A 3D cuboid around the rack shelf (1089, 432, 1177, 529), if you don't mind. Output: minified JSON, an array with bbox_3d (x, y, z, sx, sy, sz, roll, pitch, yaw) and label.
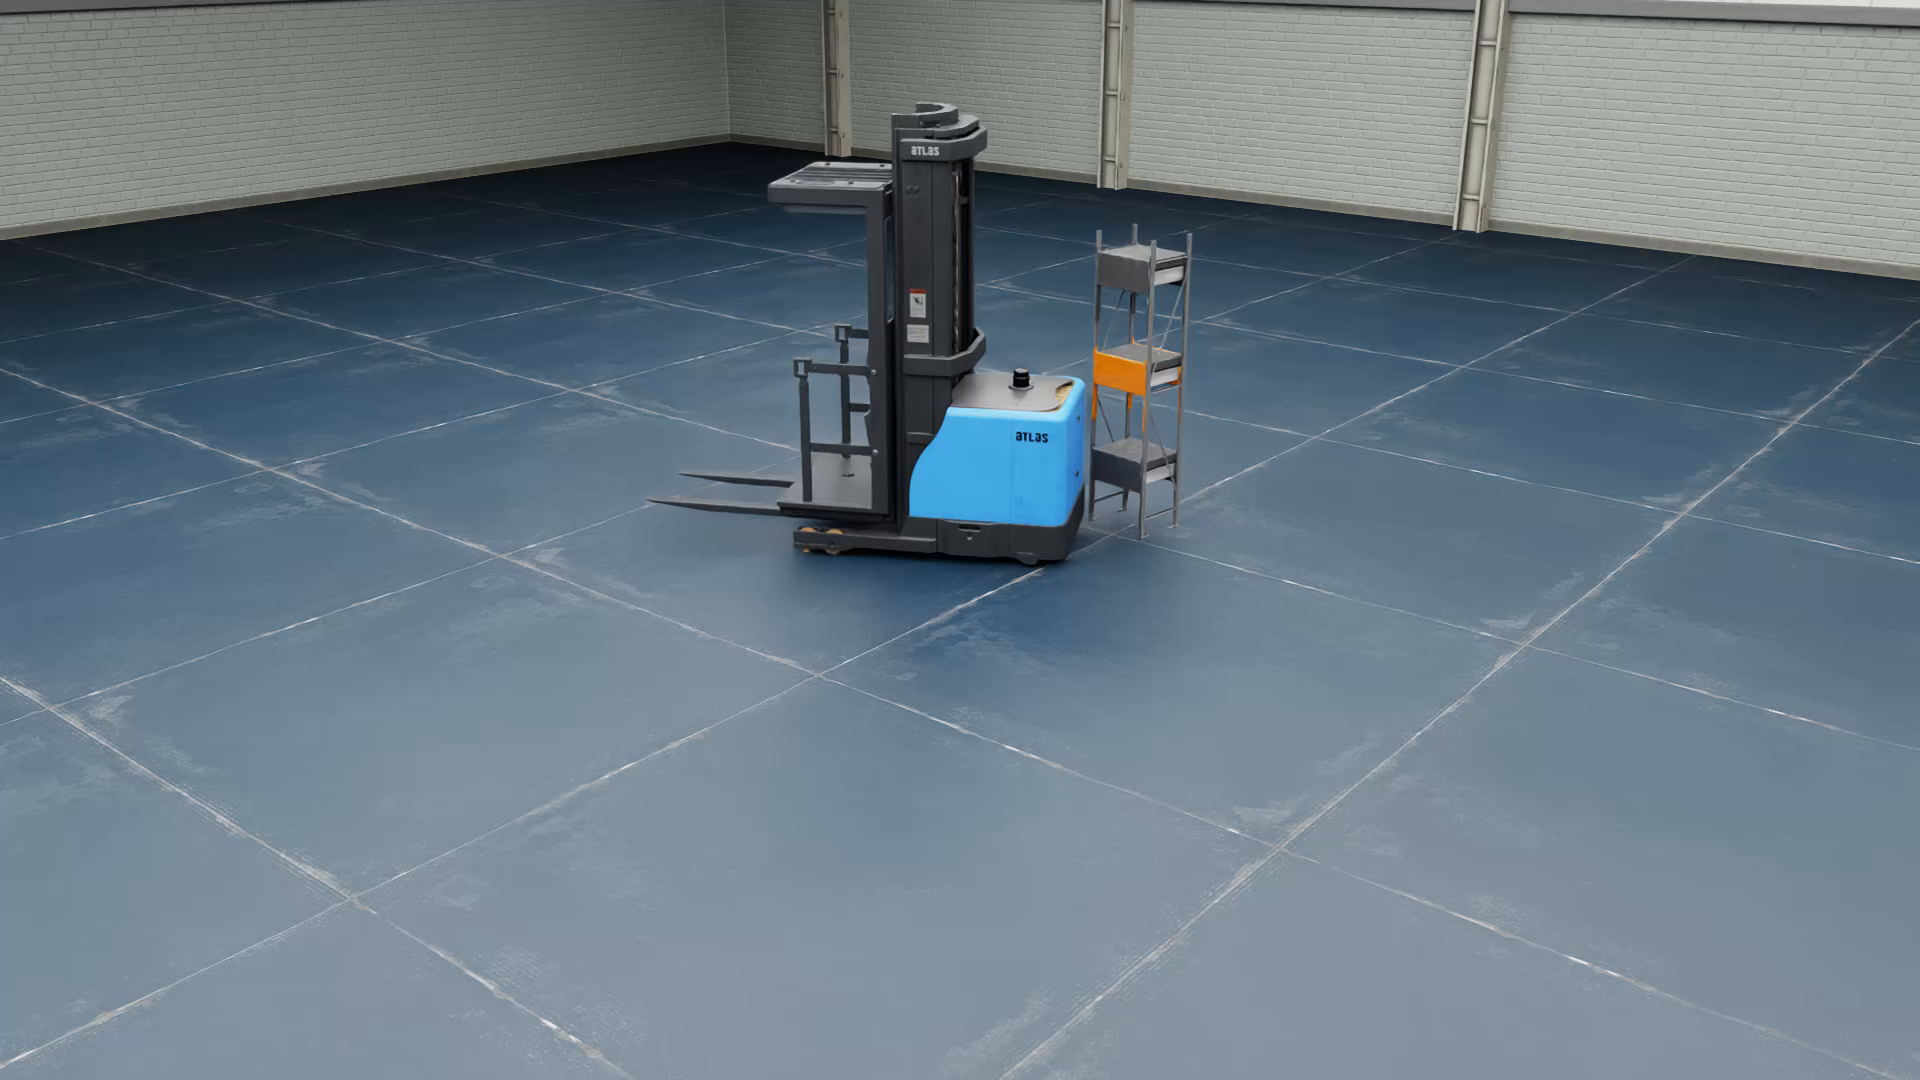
[{"bbox_3d":[1.244,-0.429,11.852,0.431,0.518,0.480,-18,27,-40],"label":"rack shelf"}]

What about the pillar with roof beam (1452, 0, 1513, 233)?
[{"bbox_3d":[4.369,-7.346,18.394,0.400,9.000,9.100,16,26,36],"label":"pillar with roof beam"}]

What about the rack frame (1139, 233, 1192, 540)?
[{"bbox_3d":[1.410,-1.034,11.433,0.400,2.100,0.015,-18,27,-40],"label":"rack frame"}]

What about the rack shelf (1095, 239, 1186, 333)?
[{"bbox_3d":[1.244,-1.739,11.358,0.431,0.518,0.480,-18,27,-40],"label":"rack shelf"}]

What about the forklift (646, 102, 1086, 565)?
[{"bbox_3d":[-0.677,-1.452,11.365,3.031,2.935,1.130,4,21,11],"label":"forklift"}]

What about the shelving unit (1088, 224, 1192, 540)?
[{"bbox_3d":[1.244,-1.097,11.600,0.431,2.100,0.503,-18,27,-40],"label":"shelving unit"}]

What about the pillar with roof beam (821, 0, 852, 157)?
[{"bbox_3d":[-4.928,-10.023,25.494,0.400,9.000,9.100,16,26,36],"label":"pillar with roof beam"}]

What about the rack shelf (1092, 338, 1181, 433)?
[{"bbox_3d":[1.244,-1.084,11.605,0.431,0.518,0.480,-18,27,-40],"label":"rack shelf"}]

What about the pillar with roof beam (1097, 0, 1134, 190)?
[{"bbox_3d":[-0.280,-8.684,21.944,0.400,9.000,9.100,16,26,36],"label":"pillar with roof beam"}]

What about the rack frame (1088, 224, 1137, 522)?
[{"bbox_3d":[1.078,-1.160,11.767,0.400,2.100,0.015,-18,27,-40],"label":"rack frame"}]
